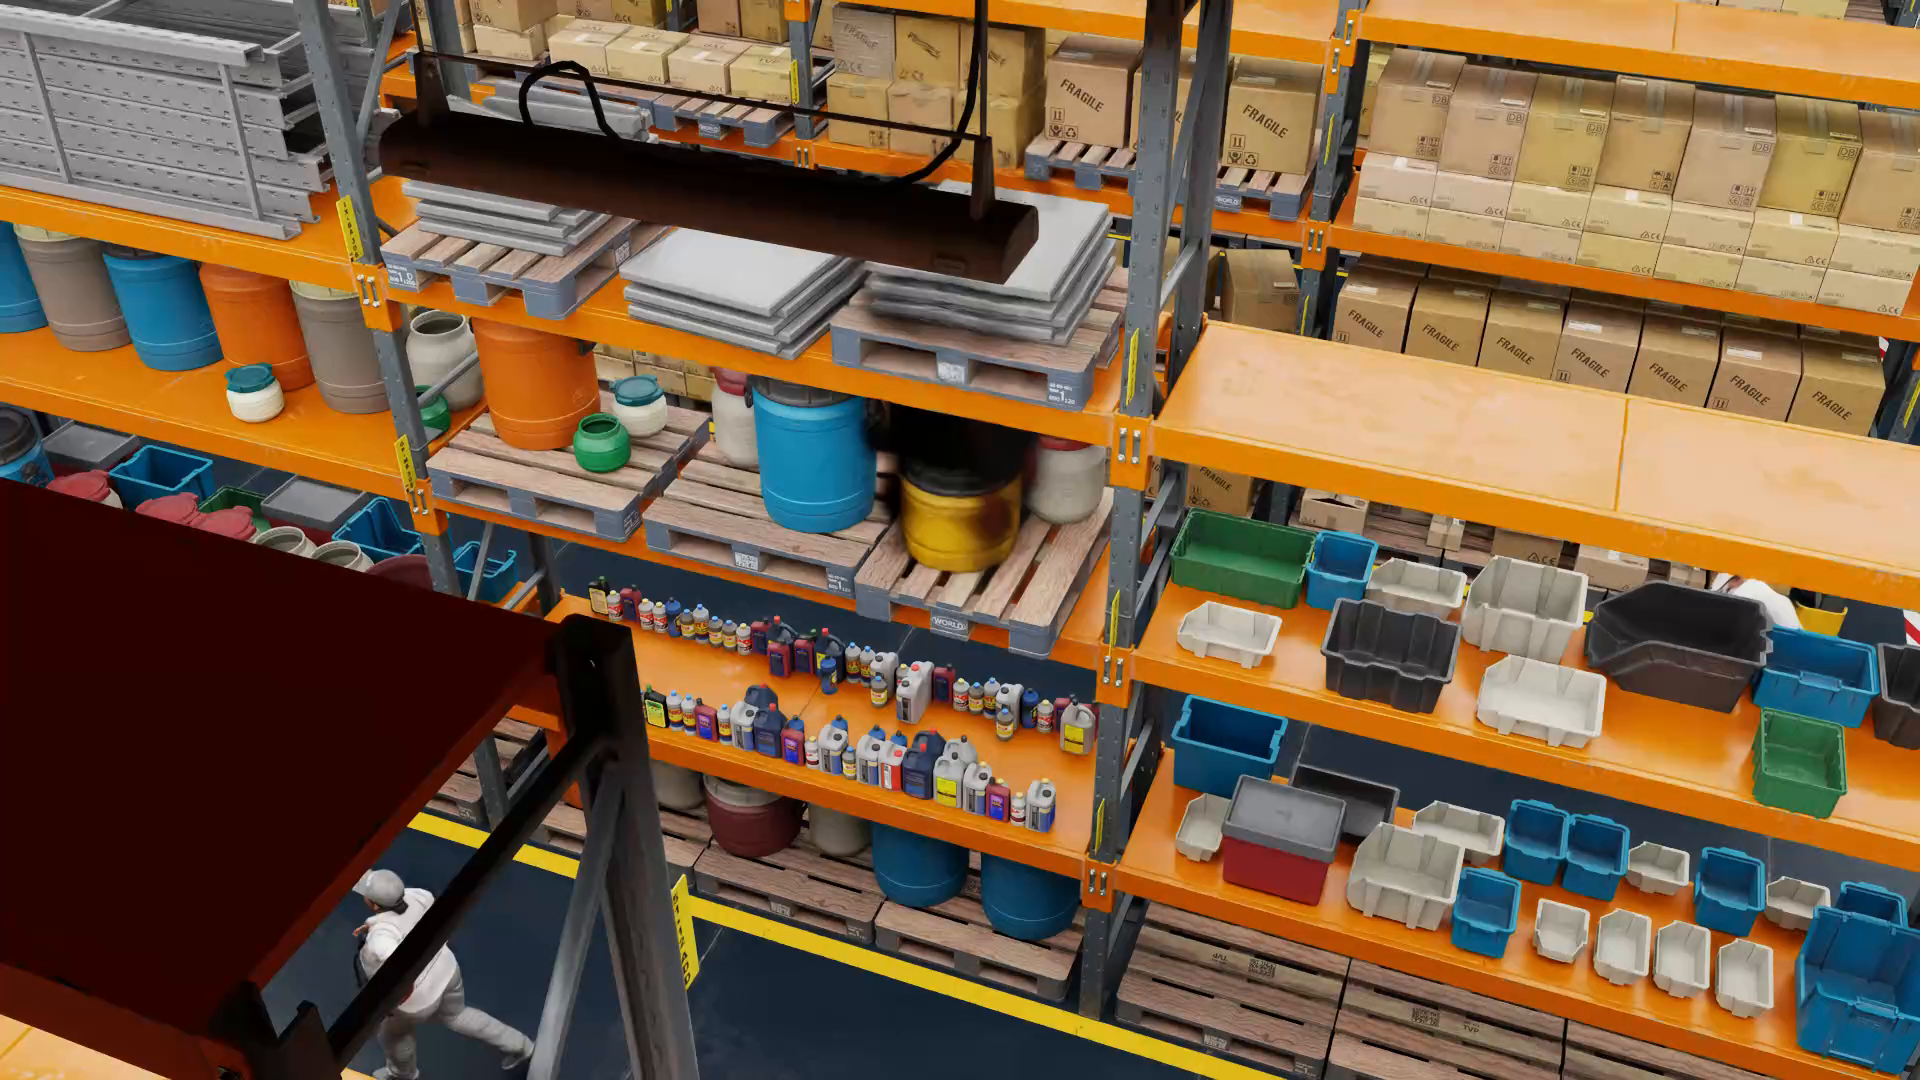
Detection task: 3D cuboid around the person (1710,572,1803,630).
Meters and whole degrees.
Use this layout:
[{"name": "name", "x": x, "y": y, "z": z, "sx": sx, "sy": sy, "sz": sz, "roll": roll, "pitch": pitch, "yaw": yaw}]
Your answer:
[{"name": "person", "x": 5.070, "y": 0.789, "z": 10.880, "sx": 0.736, "sy": 1.762, "sz": 0.770, "roll": 3, "pitch": 37, "yaw": 4}]

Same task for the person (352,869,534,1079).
[{"name": "person", "x": -2.825, "y": 2.383, "z": 8.796, "sx": 0.936, "sy": 1.673, "sz": 0.615, "roll": 9, "pitch": 38, "yaw": 12}]
